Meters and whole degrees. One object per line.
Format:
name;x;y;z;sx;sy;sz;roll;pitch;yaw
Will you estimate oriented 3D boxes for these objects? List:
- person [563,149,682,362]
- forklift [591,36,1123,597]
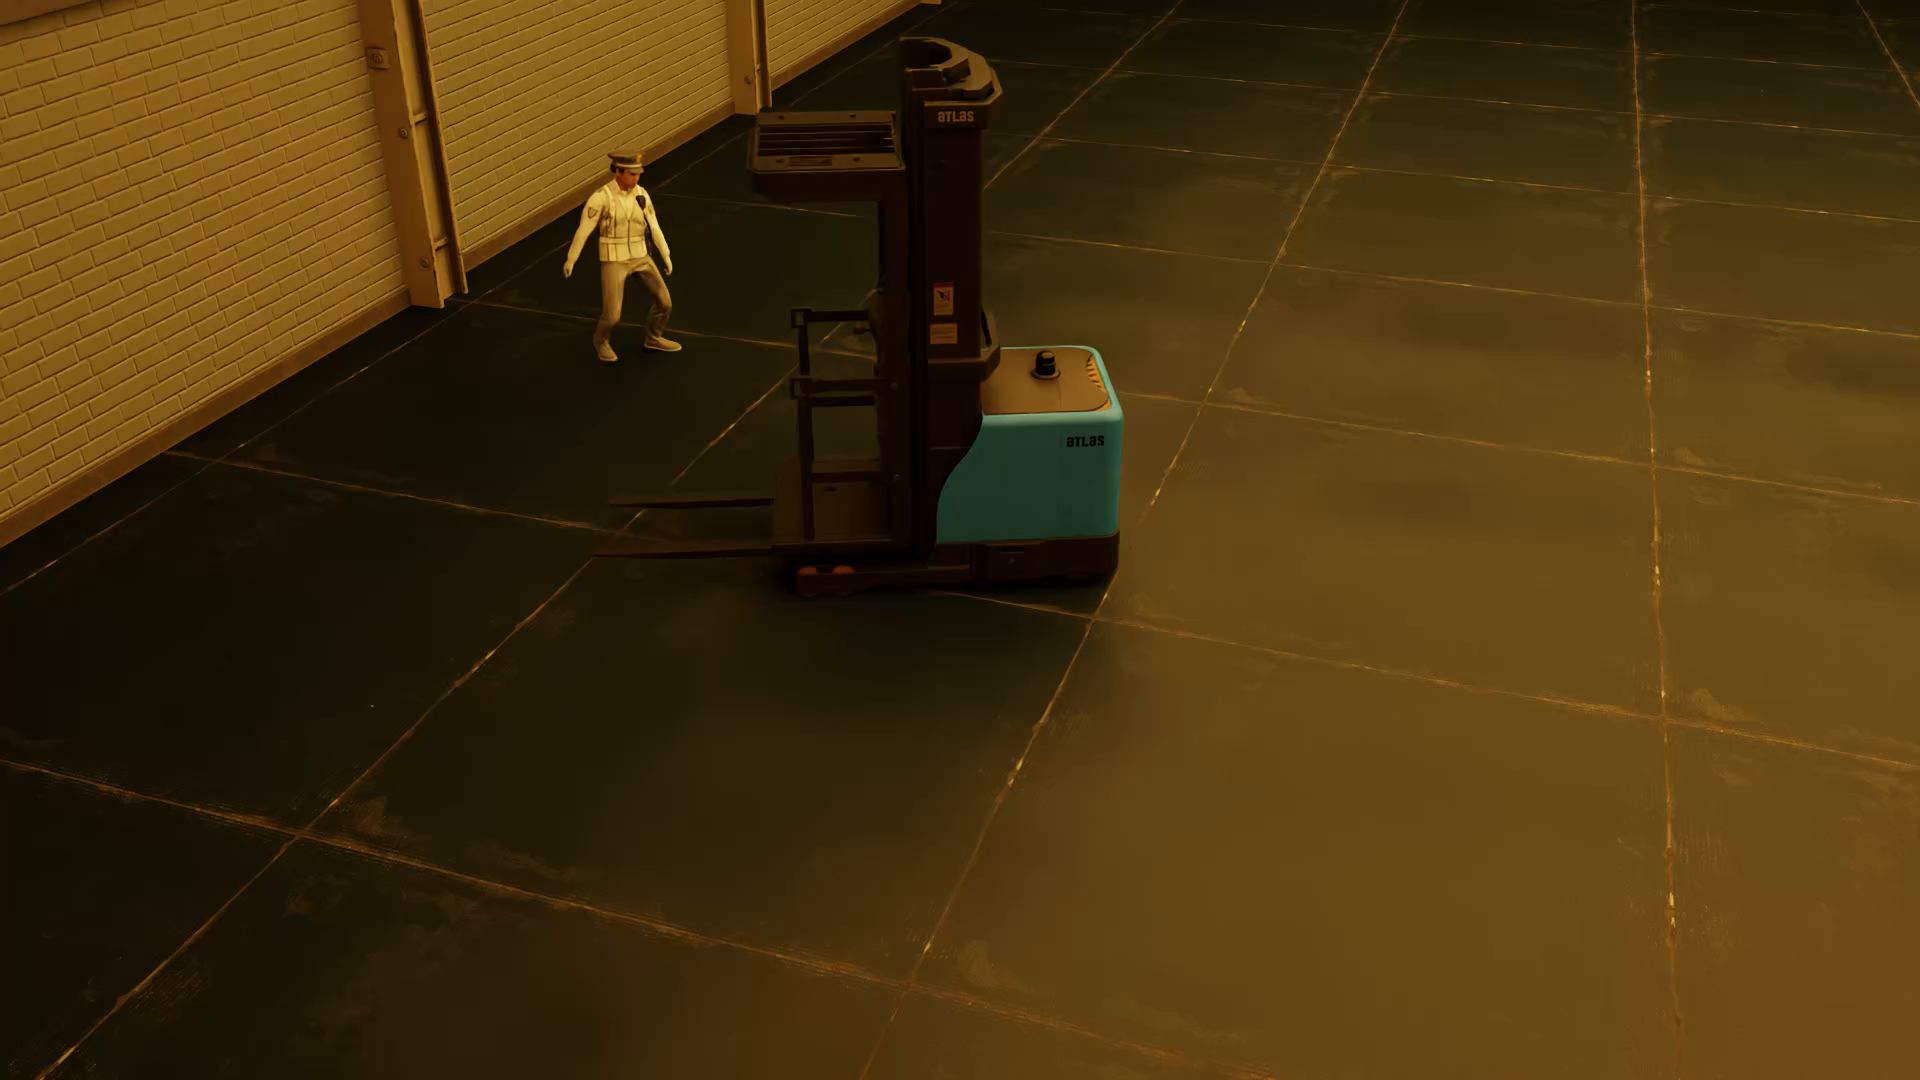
person;-2.493;-2.056;12.120;0.812;1.582;0.448;-17;34;-27
forklift;-0.625;-1.222;9.280;3.031;2.935;1.130;-2;30;-4
